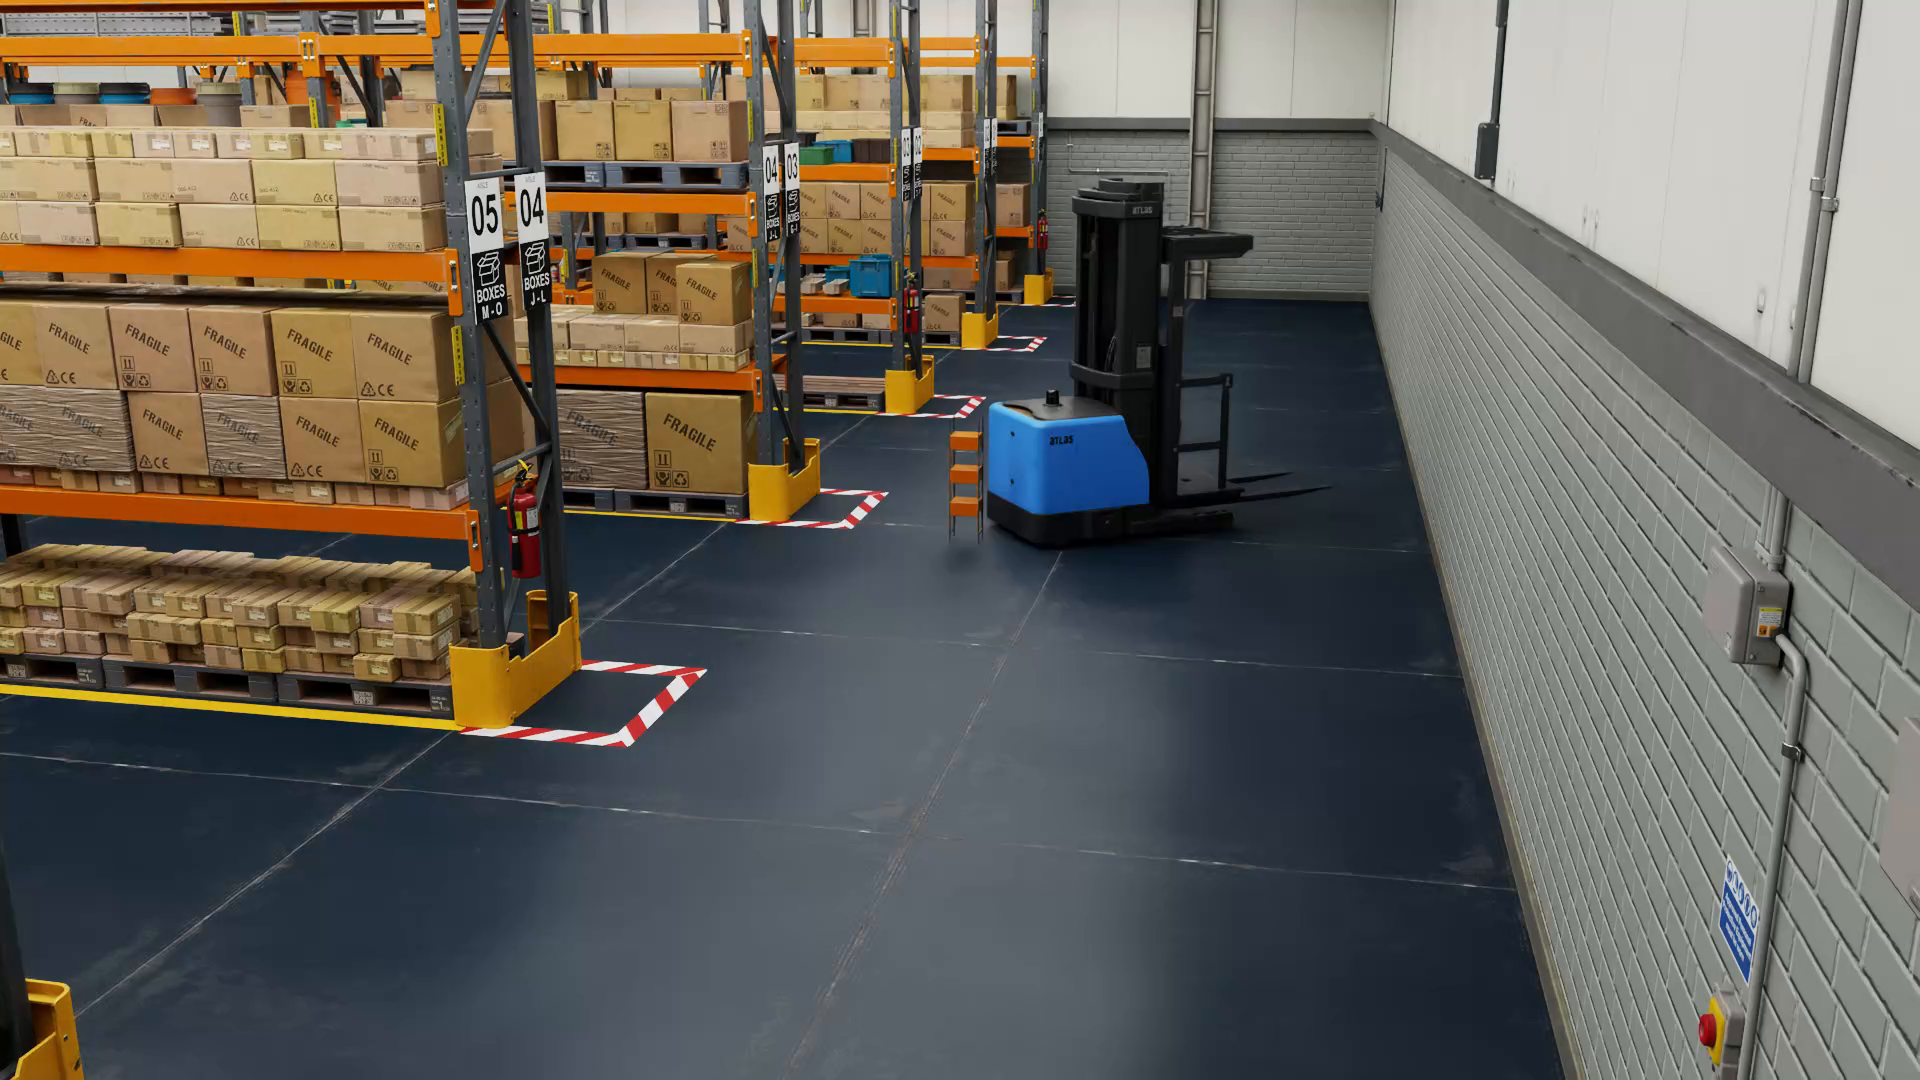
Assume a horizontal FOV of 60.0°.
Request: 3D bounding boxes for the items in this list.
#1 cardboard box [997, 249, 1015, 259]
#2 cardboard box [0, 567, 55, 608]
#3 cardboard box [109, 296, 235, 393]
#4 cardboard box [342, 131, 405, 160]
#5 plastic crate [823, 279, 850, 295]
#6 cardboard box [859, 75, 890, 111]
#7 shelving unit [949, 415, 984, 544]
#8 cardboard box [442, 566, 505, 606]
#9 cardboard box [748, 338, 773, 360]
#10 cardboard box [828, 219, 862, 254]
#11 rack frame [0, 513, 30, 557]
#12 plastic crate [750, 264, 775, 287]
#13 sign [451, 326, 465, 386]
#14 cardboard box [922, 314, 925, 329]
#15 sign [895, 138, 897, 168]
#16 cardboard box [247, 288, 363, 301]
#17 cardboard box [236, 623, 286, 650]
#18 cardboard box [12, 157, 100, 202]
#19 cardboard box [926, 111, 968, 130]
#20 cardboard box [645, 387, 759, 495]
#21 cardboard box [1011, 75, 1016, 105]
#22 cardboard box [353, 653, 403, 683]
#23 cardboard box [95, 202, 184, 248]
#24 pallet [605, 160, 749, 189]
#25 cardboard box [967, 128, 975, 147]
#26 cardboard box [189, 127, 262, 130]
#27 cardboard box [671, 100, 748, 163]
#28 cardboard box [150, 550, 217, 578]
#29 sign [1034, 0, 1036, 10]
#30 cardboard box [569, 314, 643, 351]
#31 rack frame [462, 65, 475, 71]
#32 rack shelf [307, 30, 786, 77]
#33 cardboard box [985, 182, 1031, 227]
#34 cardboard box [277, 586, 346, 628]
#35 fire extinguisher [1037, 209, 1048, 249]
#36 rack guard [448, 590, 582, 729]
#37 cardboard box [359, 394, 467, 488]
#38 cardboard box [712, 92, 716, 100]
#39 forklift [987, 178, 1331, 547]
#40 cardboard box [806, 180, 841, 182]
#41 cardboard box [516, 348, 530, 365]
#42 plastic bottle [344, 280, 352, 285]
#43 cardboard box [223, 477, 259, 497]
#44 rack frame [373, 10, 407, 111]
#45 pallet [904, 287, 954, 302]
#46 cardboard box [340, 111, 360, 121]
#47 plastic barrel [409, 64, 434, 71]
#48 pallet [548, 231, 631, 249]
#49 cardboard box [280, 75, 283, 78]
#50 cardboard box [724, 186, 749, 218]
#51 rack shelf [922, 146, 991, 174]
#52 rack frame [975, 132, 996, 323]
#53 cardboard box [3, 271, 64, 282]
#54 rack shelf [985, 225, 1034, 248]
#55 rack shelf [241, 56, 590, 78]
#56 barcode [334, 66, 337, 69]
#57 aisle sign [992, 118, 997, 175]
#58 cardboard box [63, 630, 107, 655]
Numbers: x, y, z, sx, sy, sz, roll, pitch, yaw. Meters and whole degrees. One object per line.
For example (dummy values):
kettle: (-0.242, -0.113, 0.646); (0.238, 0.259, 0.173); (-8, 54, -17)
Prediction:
cardboard box: (0.813, -5.018, 29.169); (0.250, 0.149, 0.380); (3, 16, 11)
cardboard box: (-6.058, 0.303, 10.718); (0.250, 0.149, 0.380); (4, 16, 14)
cardboard box: (-4.717, -1.184, 10.029); (0.500, 0.500, 0.500); (3, 16, 9)
cardboard box: (-3.303, -2.252, 9.481); (0.250, 0.149, 0.380); (3, 16, 12)
plastic crate: (-1.453, -2.957, 19.430); (0.243, 0.136, 0.396); (3, 16, 11)
cardboard box: (-1.118, -6.401, 23.801); (0.500, 0.500, 0.700); (3, 16, 11)
shelving unit: (0.052, -0.503, 13.842); (0.252, 1.050, 0.215); (3, 16, 11)
cardboard box: (-3.138, 0.297, 10.742); (0.250, 0.149, 0.380); (2, 16, 9)
cardboard box: (-1.887, -1.748, 15.153); (0.250, 0.149, 0.380); (3, 16, 12)
cardboard box: (-1.611, -4.437, 24.204); (0.500, 0.500, 0.500); (3, 16, 10)
rack frame: (-6.612, -0.684, 10.844); (0.127, 3.000, 1.000); (3, 16, 11)
plastic crate: (-2.379, -3.193, 20.101); (0.300, 0.233, 0.416); (3, 16, 11)
sign: (-2.823, -1.038, 9.358); (0.005, 0.325, 0.100); (3, 16, 11)
cardboard box: (-0.588, -3.211, 24.449); (0.250, 0.166, 0.380); (3, 16, 11)
sign: (-0.712, -4.310, 18.508); (0.005, 0.325, 0.100); (3, 16, 11)
cardboard box: (-4.080, -1.297, 10.438); (0.500, 0.500, 0.500); (3, 16, 10)
cardboard box: (-4.286, 0.552, 10.377); (0.250, 0.149, 0.380); (3, 16, 12)
cardboard box: (-5.211, -2.152, 9.868); (0.500, 0.250, 0.500); (3, 16, 12)
cardboard box: (-0.181, -5.930, 23.505); (0.500, 0.250, 0.500); (3, 16, 11)
cardboard box: (-2.248, -0.955, 15.015); (0.875, 0.875, 0.875); (3, 16, 11)
cardboard box: (0.689, -7.738, 28.592); (0.500, 0.500, 0.500); (2, 16, 9)
cardboard box: (-3.522, 0.739, 10.258); (0.250, 0.149, 0.380); (4, 16, 13)
cardboard box: (-4.701, -1.878, 9.815); (0.500, 0.250, 0.500); (4, 16, 14)
pallet: (-2.334, -3.203, 14.484); (1.213, 0.211, 1.003); (3, 16, 11)
cardboard box: (-0.080, -5.822, 24.053); (0.500, 0.250, 0.500); (3, 16, 11)
cardboard box: (-4.481, -2.445, 10.178); (0.250, 0.149, 0.380); (4, 16, 13)
cardboard box: (-2.125, -3.522, 14.306); (0.500, 0.500, 0.700); (2, 16, 8)
cardboard box: (-5.185, 0.190, 11.125); (0.250, 0.149, 0.380); (2, 16, 8)
sign: (1.234, -8.889, 27.328); (0.005, 0.325, 0.100); (3, 16, 11)
cardboard box: (-3.128, -1.845, 14.758); (0.500, 0.250, 0.500); (3, 16, 9)
rack frame: (-7.467, -7.672, 24.830); (0.127, 3.000, 1.000); (3, 16, 11)
rack shelf: (-3.565, -4.222, 14.473); (4.000, 0.370, 1.077); (3, 16, 11)
cardboard box: (0.855, -5.820, 28.822); (0.700, 0.700, 0.980); (4, 16, 14)
cardboard box: (-4.017, 0.412, 10.325); (0.250, 0.149, 0.380); (2, 16, 9)
fire extinguisher: (1.412, -5.305, 28.369); (0.183, 0.674, 0.296); (3, 16, 11)
rack guard: (-2.767, 0.729, 10.424); (0.348, 0.500, 1.175); (3, 16, 11)
cardboard box: (-3.184, -0.620, 9.866); (0.500, 0.500, 0.500); (3, 16, 12)
cardboard box: (-4.440, -7.701, 29.545); (0.500, 0.500, 0.700); (3, 16, 11)
forklift: (1.798, -1.595, 14.258); (3.031, 2.935, 1.130); (-7, 17, -23)
cardboard box: (-2.003, -5.085, 24.671); (0.500, 0.500, 0.500); (3, 16, 12)
cardboard box: (-3.773, -1.670, 14.873); (0.250, 0.149, 0.380); (3, 16, 9)
plastic bottle: (-7.522, -3.277, 20.423); (0.133, 0.283, 0.061); (3, 16, 11)
cardboard box: (-4.313, -0.385, 10.235); (0.250, 0.149, 0.380); (2, 16, 9)
rack frame: (-10.403, -9.180, 30.277); (0.127, 3.000, 1.000); (3, 16, 11)
pallet: (-0.635, -4.395, 29.462); (1.213, 0.211, 1.003); (3, 16, 11)
cardboard box: (-9.525, -6.451, 25.538); (0.500, 0.250, 0.500); (2, 16, 6)
plastic barrel: (-6.241, -5.212, 19.846); (0.708, 0.901, 0.600); (3, 16, 11)
pallet: (-5.560, -4.586, 25.288); (1.213, 0.211, 1.003); (3, 16, 11)
cardboard box: (-12.341, -8.446, 31.147); (0.500, 0.500, 0.500); (3, 16, 11)
cardboard box: (-3.141, -4.999, 24.360); (0.500, 0.500, 0.500); (4, 16, 13)
rack shelf: (-1.587, -5.560, 24.174); (4.000, 0.370, 1.077); (3, 16, 11)
rack frame: (0.373, -4.355, 24.095); (0.127, 3.000, 1.000); (3, 16, 11)
cardboard box: (-8.731, -2.678, 15.973); (0.637, 0.503, 0.797); (4, 16, 13)
rack shelf: (-0.604, -5.411, 29.254); (4.000, 0.370, 1.077); (3, 16, 11)
rack shelf: (-6.498, -5.730, 19.918); (4.000, 0.370, 1.077); (3, 16, 11)
barcode: (-11.679, -8.837, 31.097); (0.075, 0.075, 0.001); (3, 16, 11)
aisle sign: (0.498, -5.681, 24.012); (0.004, 0.787, 0.394); (3, 16, 11)
cardboard box: (-5.546, 0.605, 10.743); (0.250, 0.149, 0.380); (3, 16, 10)
